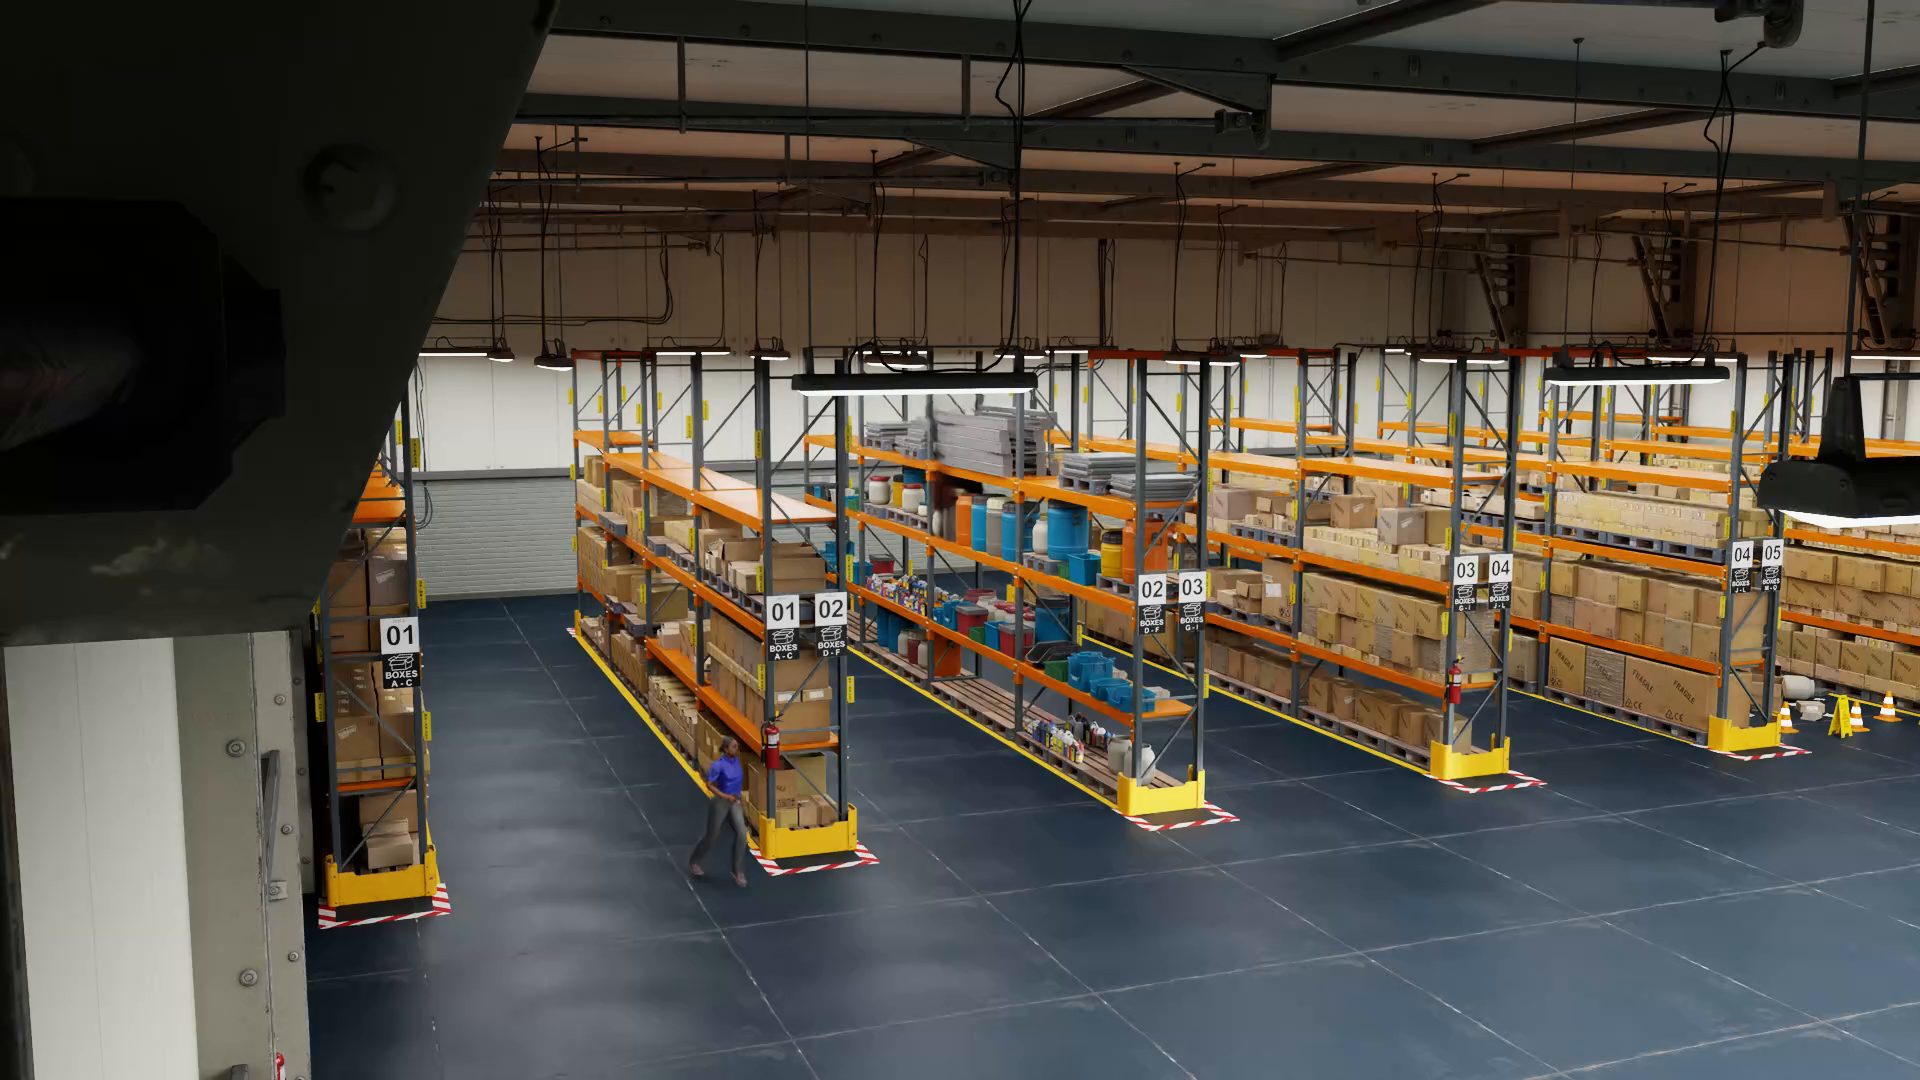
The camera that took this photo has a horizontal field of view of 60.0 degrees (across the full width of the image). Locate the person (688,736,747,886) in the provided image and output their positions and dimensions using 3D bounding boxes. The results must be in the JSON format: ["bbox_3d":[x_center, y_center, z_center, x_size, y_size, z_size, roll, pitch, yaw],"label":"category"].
[{"bbox_3d":[-2.721,3.126,19.370,0.815,1.676,0.668,6,9,38],"label":"person"}]

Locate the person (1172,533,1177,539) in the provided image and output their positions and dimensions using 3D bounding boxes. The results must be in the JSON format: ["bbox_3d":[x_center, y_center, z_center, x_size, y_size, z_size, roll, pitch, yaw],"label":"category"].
[{"bbox_3d":[5.135,0.443,40.703,0.556,1.745,0.730,-7,10,-43],"label":"person"}]

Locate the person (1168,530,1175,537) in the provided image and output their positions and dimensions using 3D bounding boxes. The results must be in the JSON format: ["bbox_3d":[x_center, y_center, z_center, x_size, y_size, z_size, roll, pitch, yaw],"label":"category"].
[{"bbox_3d":[4.887,0.585,39.312,0.680,1.828,0.777,0,7,-3],"label":"person"}]
